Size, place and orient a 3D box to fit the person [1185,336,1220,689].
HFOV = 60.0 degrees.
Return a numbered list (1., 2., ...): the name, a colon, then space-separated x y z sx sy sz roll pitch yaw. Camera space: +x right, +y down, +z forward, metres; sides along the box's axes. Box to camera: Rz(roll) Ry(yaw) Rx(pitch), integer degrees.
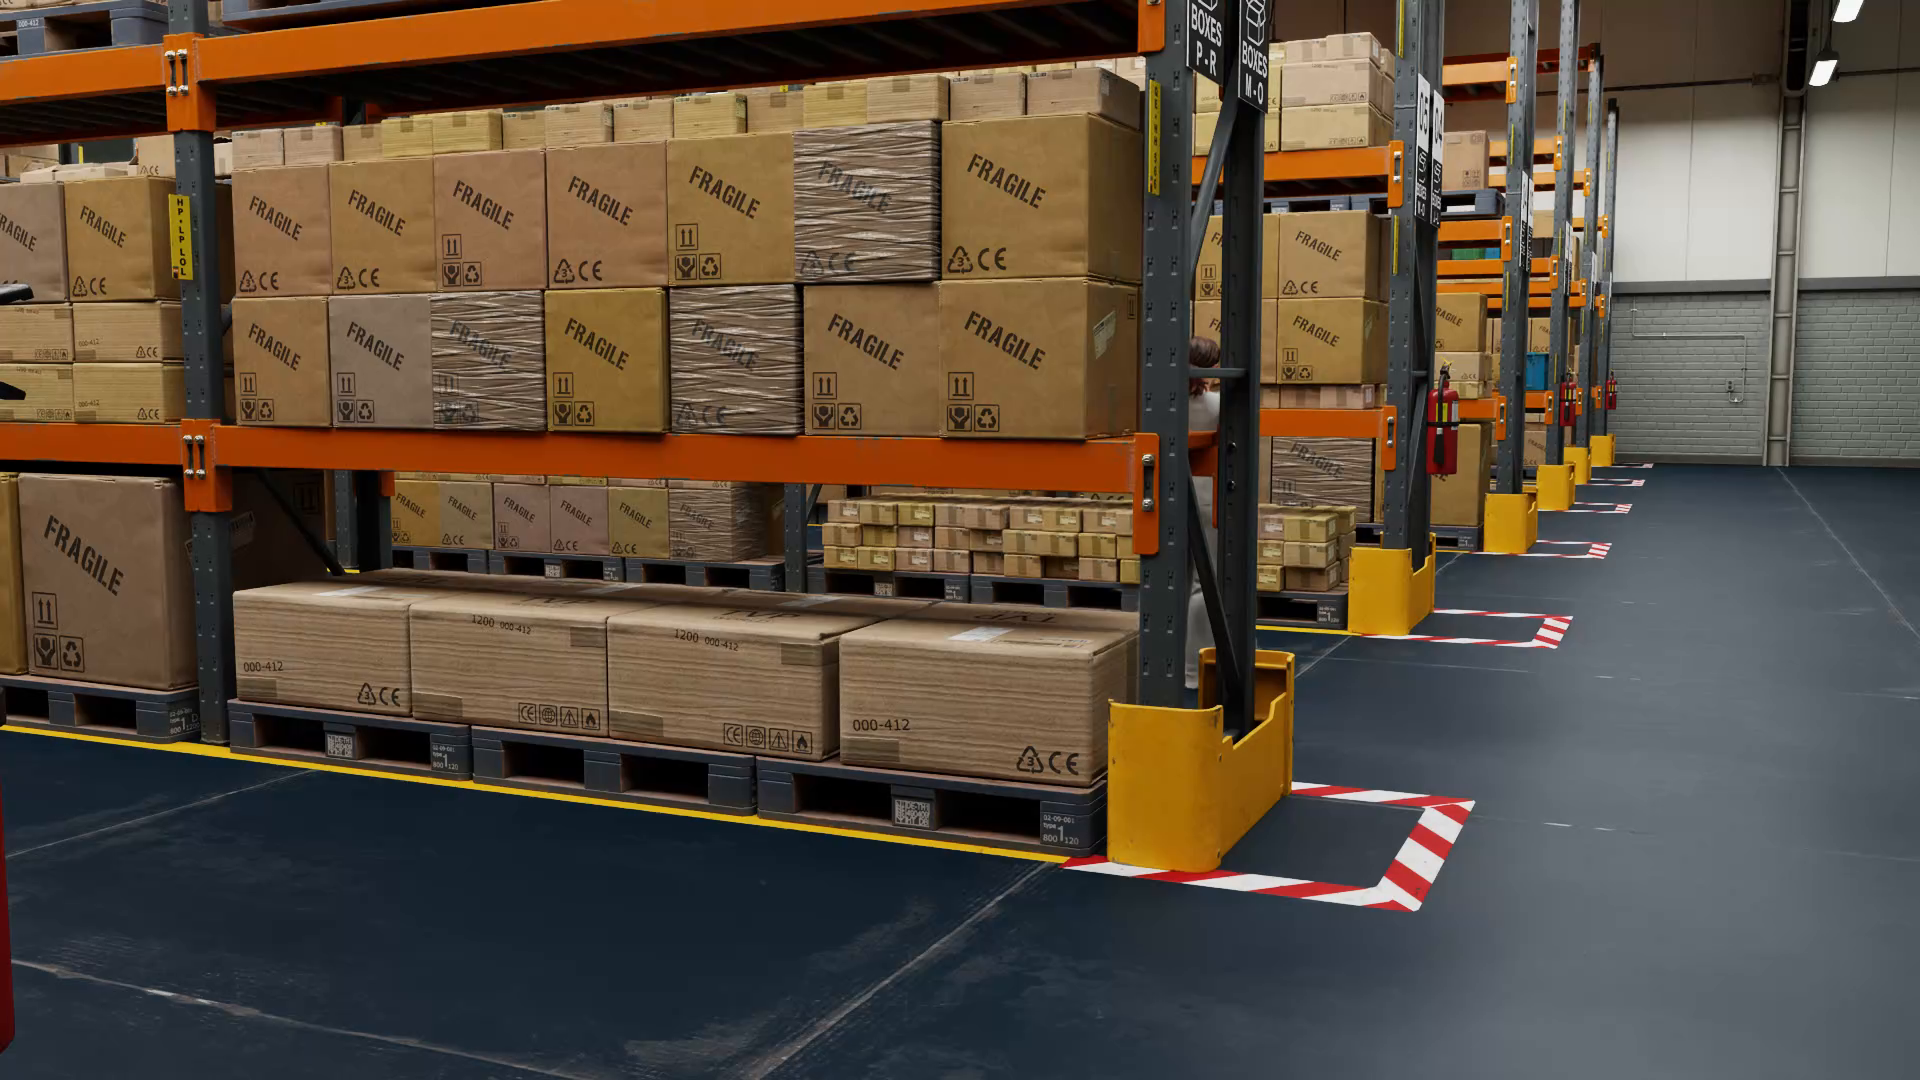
1. person: 1.182 -0.143 8.059 0.499 1.674 0.608 3 6 29
